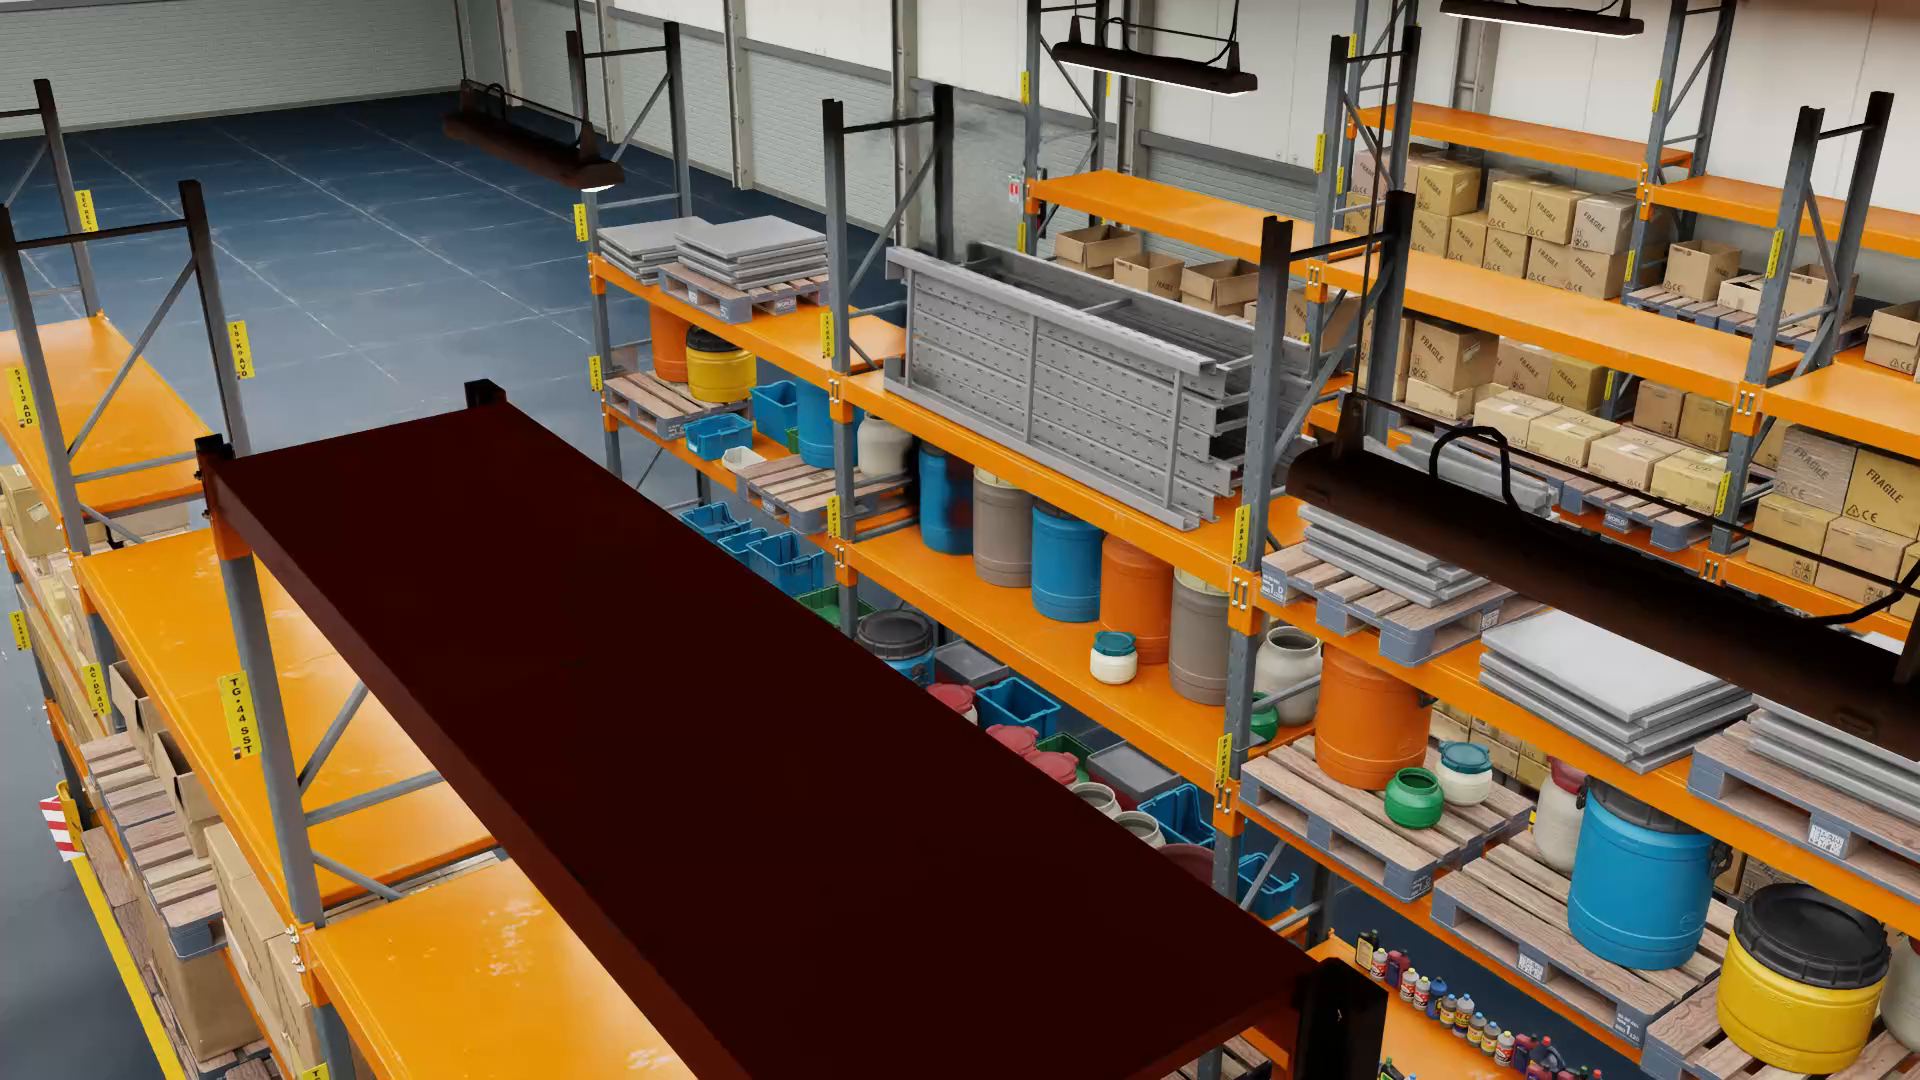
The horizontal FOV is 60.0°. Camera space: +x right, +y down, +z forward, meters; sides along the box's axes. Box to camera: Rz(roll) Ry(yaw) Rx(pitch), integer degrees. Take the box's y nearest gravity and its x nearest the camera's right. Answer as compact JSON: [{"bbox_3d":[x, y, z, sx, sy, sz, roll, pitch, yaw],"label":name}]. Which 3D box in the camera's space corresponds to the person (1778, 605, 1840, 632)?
[{"bbox_3d":[7.383,1.073,14.535,0.705,1.824,0.632,22,33,40],"label":"person"}]
